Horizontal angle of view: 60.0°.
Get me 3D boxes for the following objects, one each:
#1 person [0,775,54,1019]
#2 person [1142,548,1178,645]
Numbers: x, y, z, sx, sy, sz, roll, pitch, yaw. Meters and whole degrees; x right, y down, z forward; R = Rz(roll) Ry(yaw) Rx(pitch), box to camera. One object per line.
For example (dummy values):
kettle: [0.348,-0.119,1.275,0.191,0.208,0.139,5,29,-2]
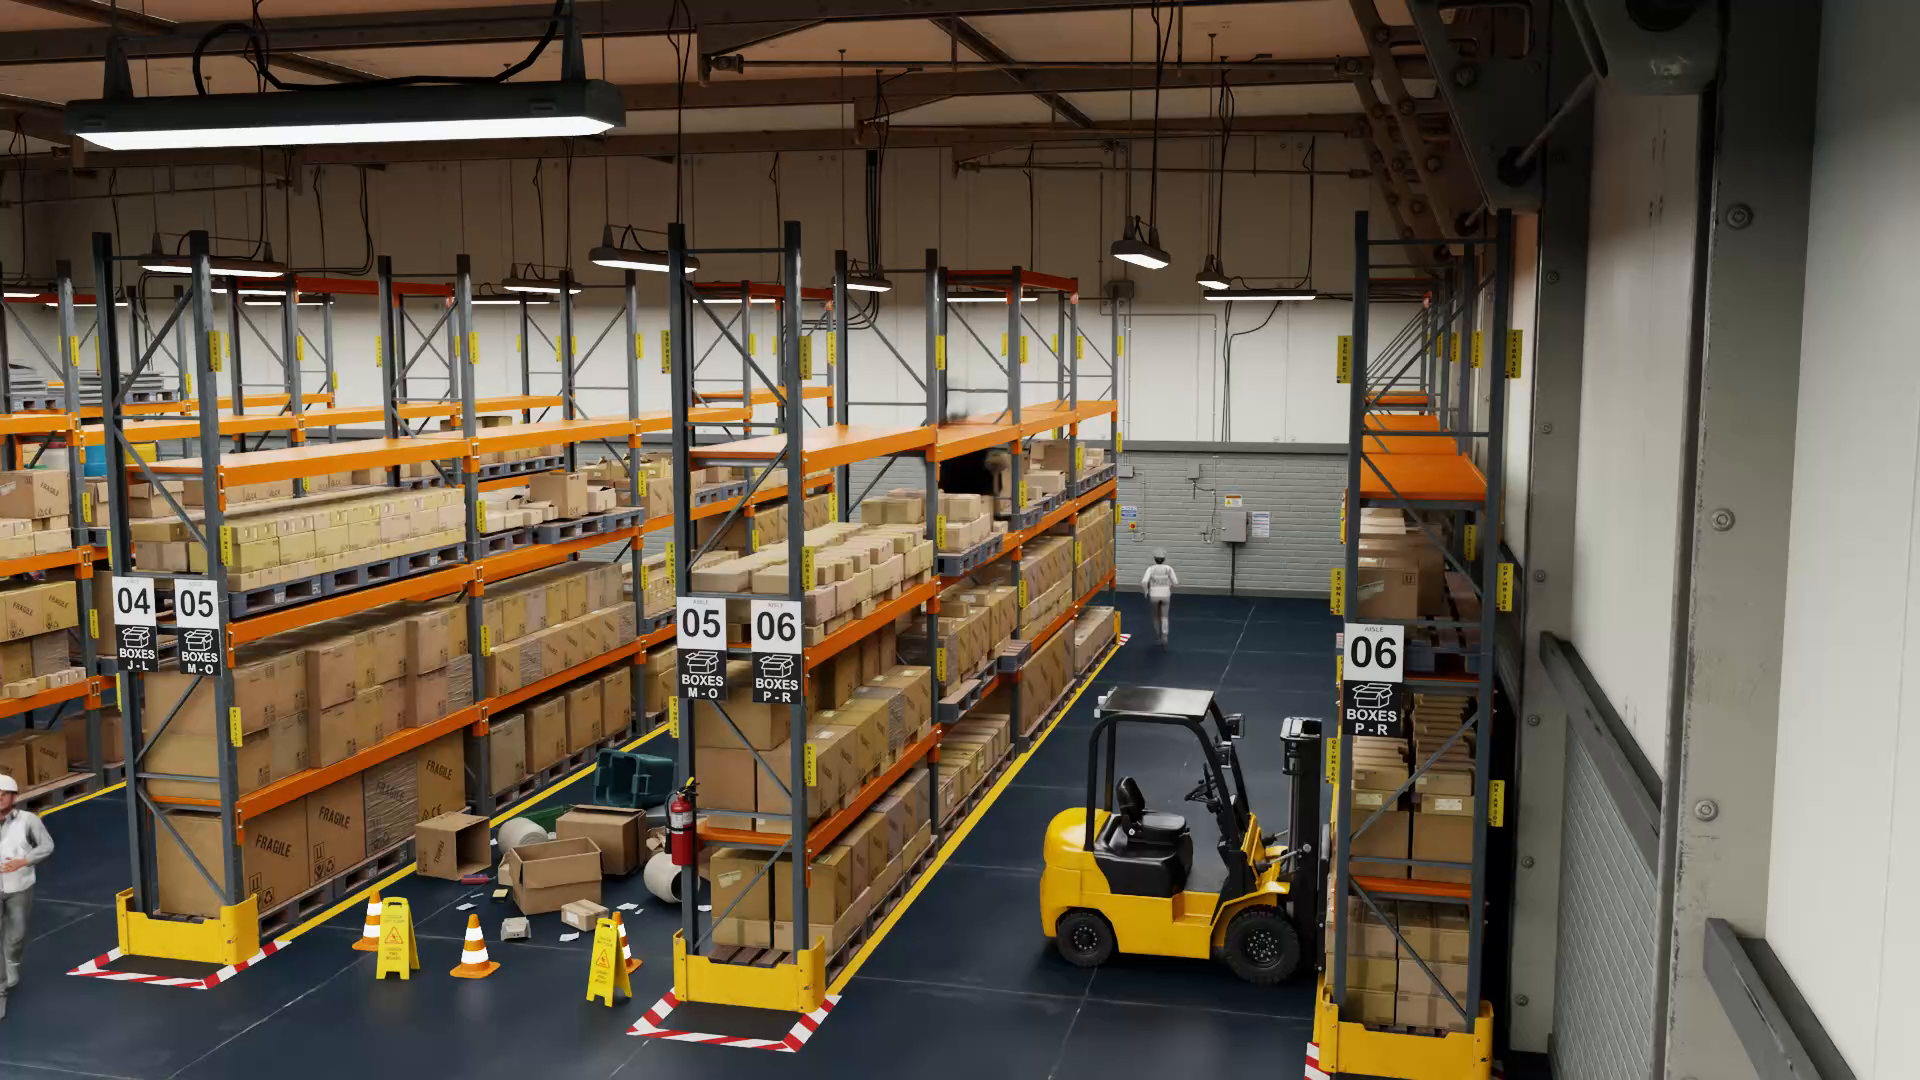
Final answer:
person: [-7.415,2.716,12.929,0.694,1.784,0.892,-4,8,-30]
person: [3.308,0.972,27.621,0.619,1.680,0.868,0,7,1]
